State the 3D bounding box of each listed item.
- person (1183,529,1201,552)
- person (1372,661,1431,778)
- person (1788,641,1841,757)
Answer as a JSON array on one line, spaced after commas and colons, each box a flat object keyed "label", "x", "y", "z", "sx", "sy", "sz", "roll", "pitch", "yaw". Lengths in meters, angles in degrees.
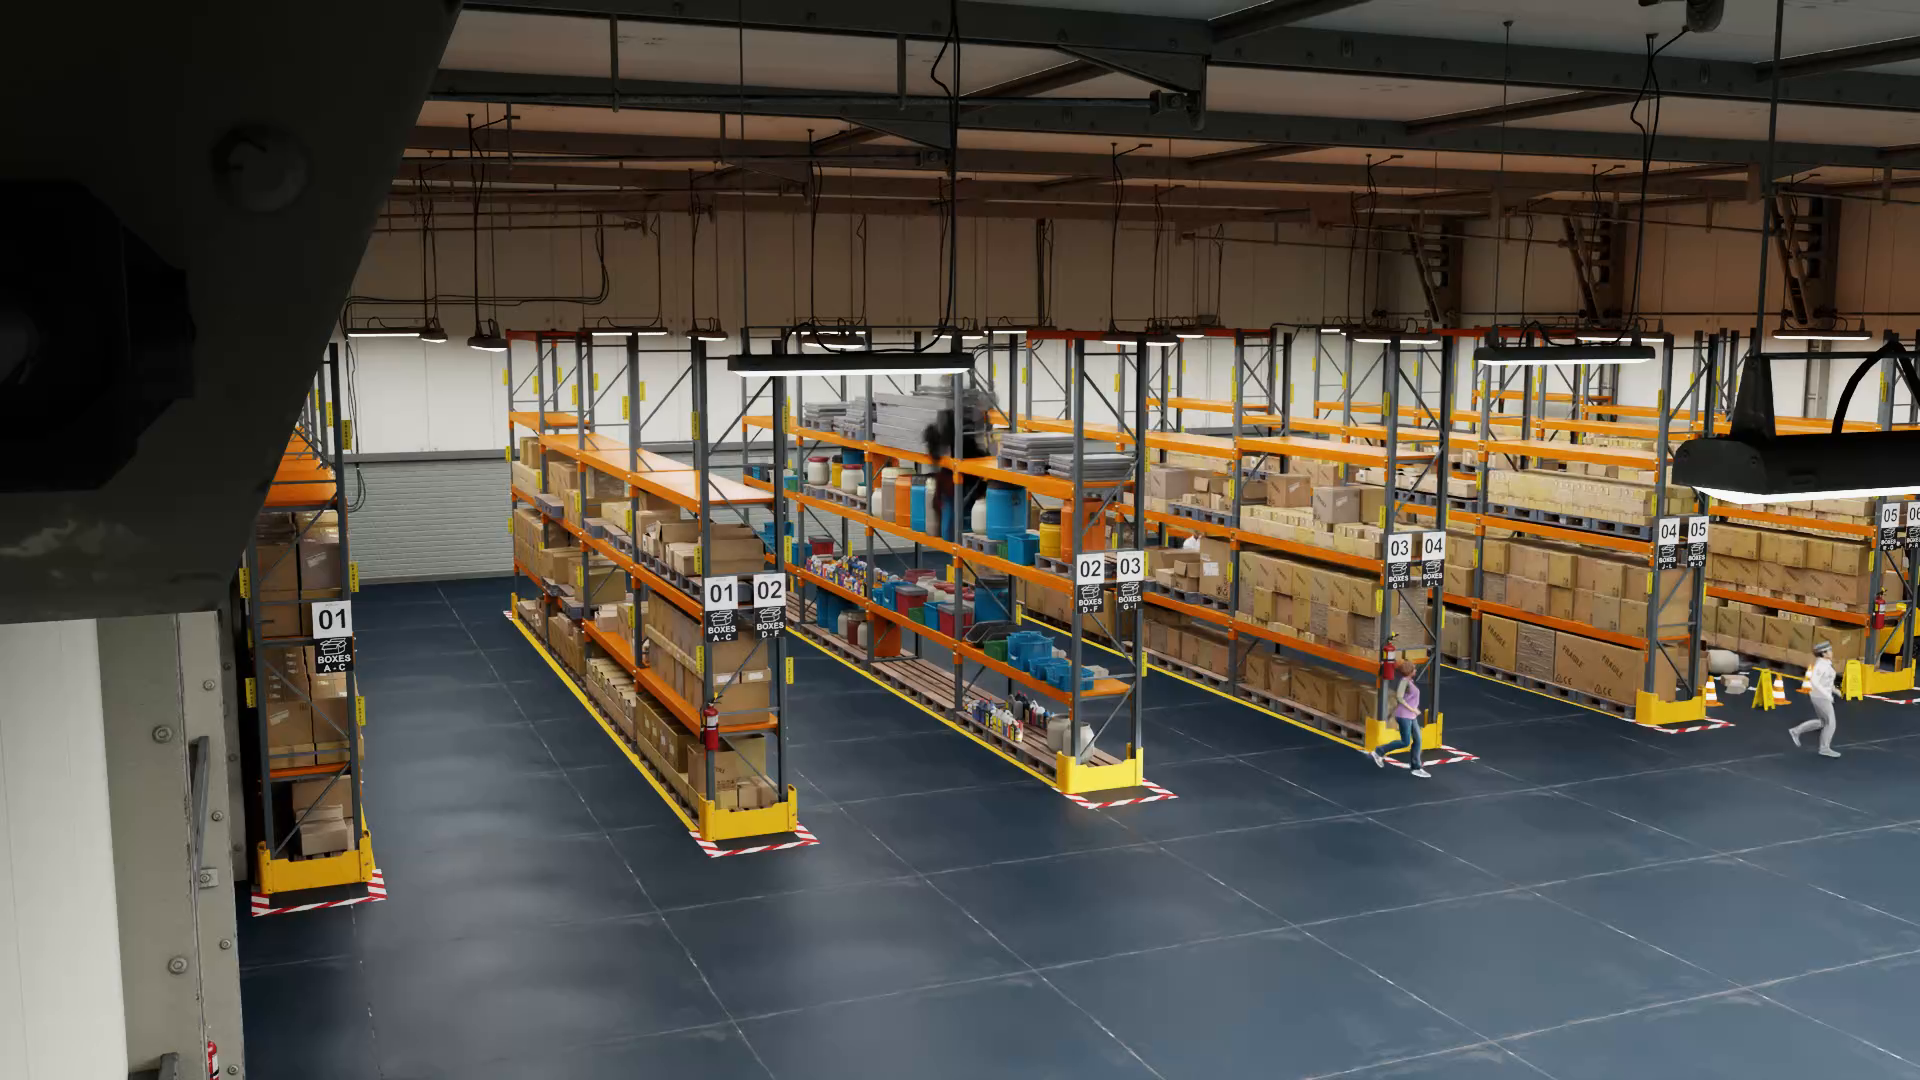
[{"label": "person", "x": 5.070, "y": 0.566, "z": 36.012, "sx": 0.625, "sy": 1.813, "sz": 0.886, "roll": -3, "pitch": 8, "yaw": -21}, {"label": "person", "x": 6.158, "y": 2.453, "z": 22.962, "sx": 0.814, "sy": 1.537, "sz": 0.601, "roll": 4, "pitch": 9, "yaw": 26}, {"label": "person", "x": 12.321, "y": 2.262, "z": 23.890, "sx": 0.696, "sy": 1.675, "sz": 0.640, "roll": 4, "pitch": 9, "yaw": 27}]
